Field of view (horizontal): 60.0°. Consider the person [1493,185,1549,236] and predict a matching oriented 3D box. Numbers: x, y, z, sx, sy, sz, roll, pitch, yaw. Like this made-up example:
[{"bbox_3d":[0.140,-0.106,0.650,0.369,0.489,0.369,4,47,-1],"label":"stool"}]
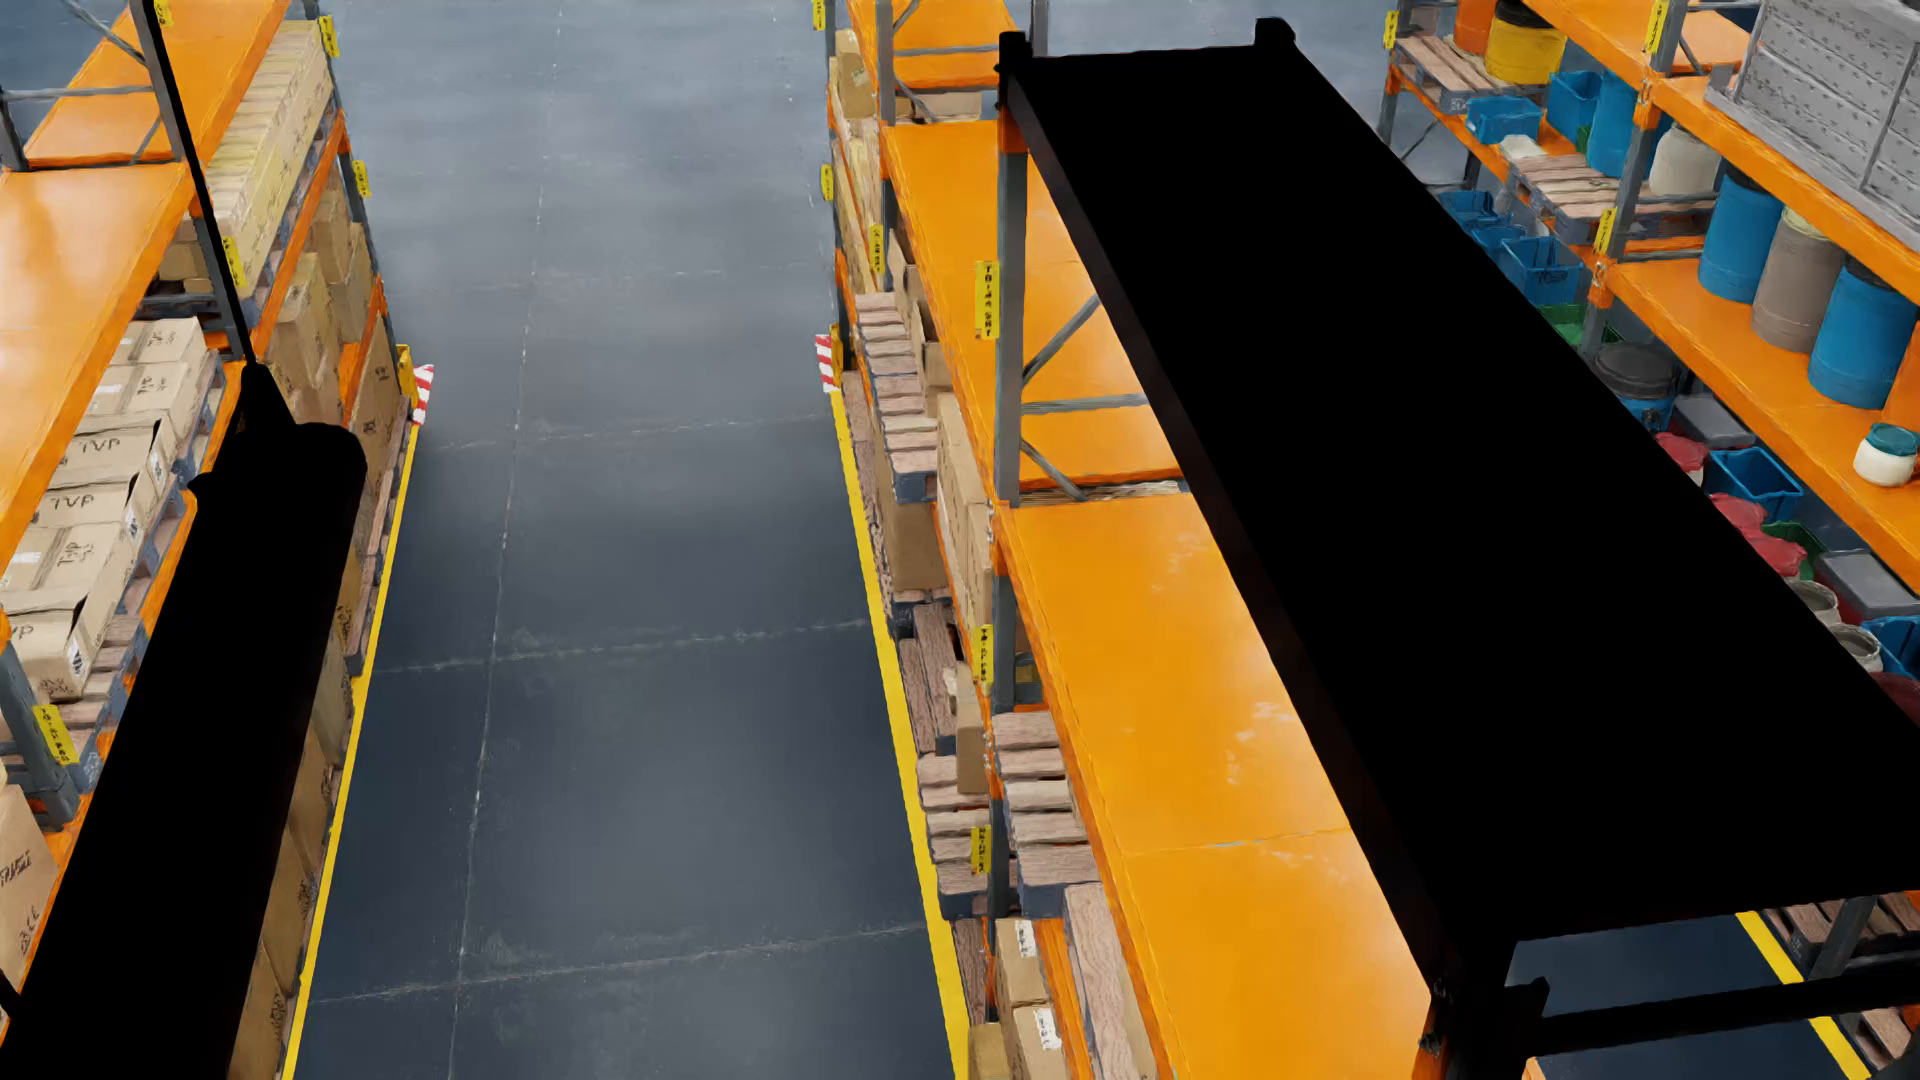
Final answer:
[{"bbox_3d":[5.940,-3.855,17.323,0.444,1.604,1.013,-10,38,-14],"label":"person"}]
